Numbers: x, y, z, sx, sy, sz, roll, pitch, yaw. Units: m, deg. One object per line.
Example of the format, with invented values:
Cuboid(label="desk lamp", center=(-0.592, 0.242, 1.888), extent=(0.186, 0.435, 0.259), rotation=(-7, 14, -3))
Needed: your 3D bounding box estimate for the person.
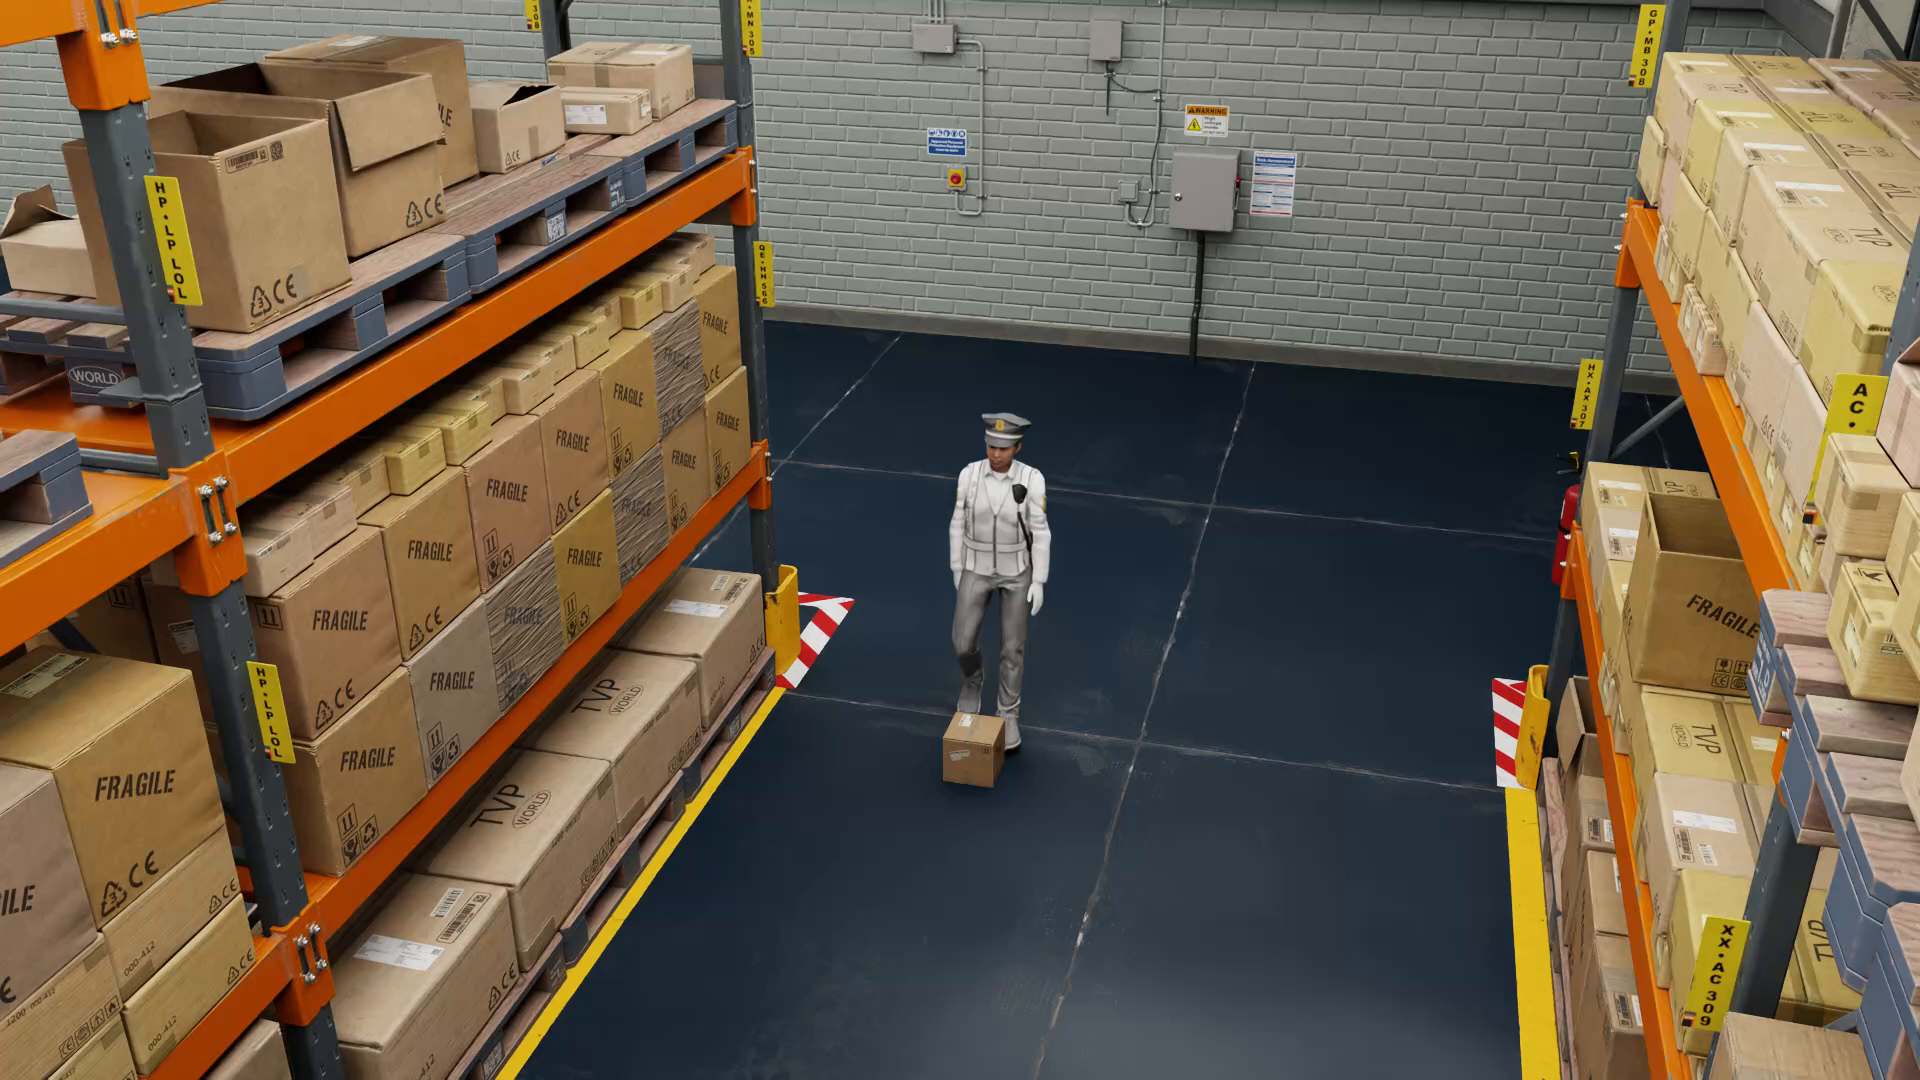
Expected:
Cuboid(label="person", center=(0.185, 0.195, 8.149), extent=(0.508, 1.687, 0.508), rotation=(3, 26, 7))
